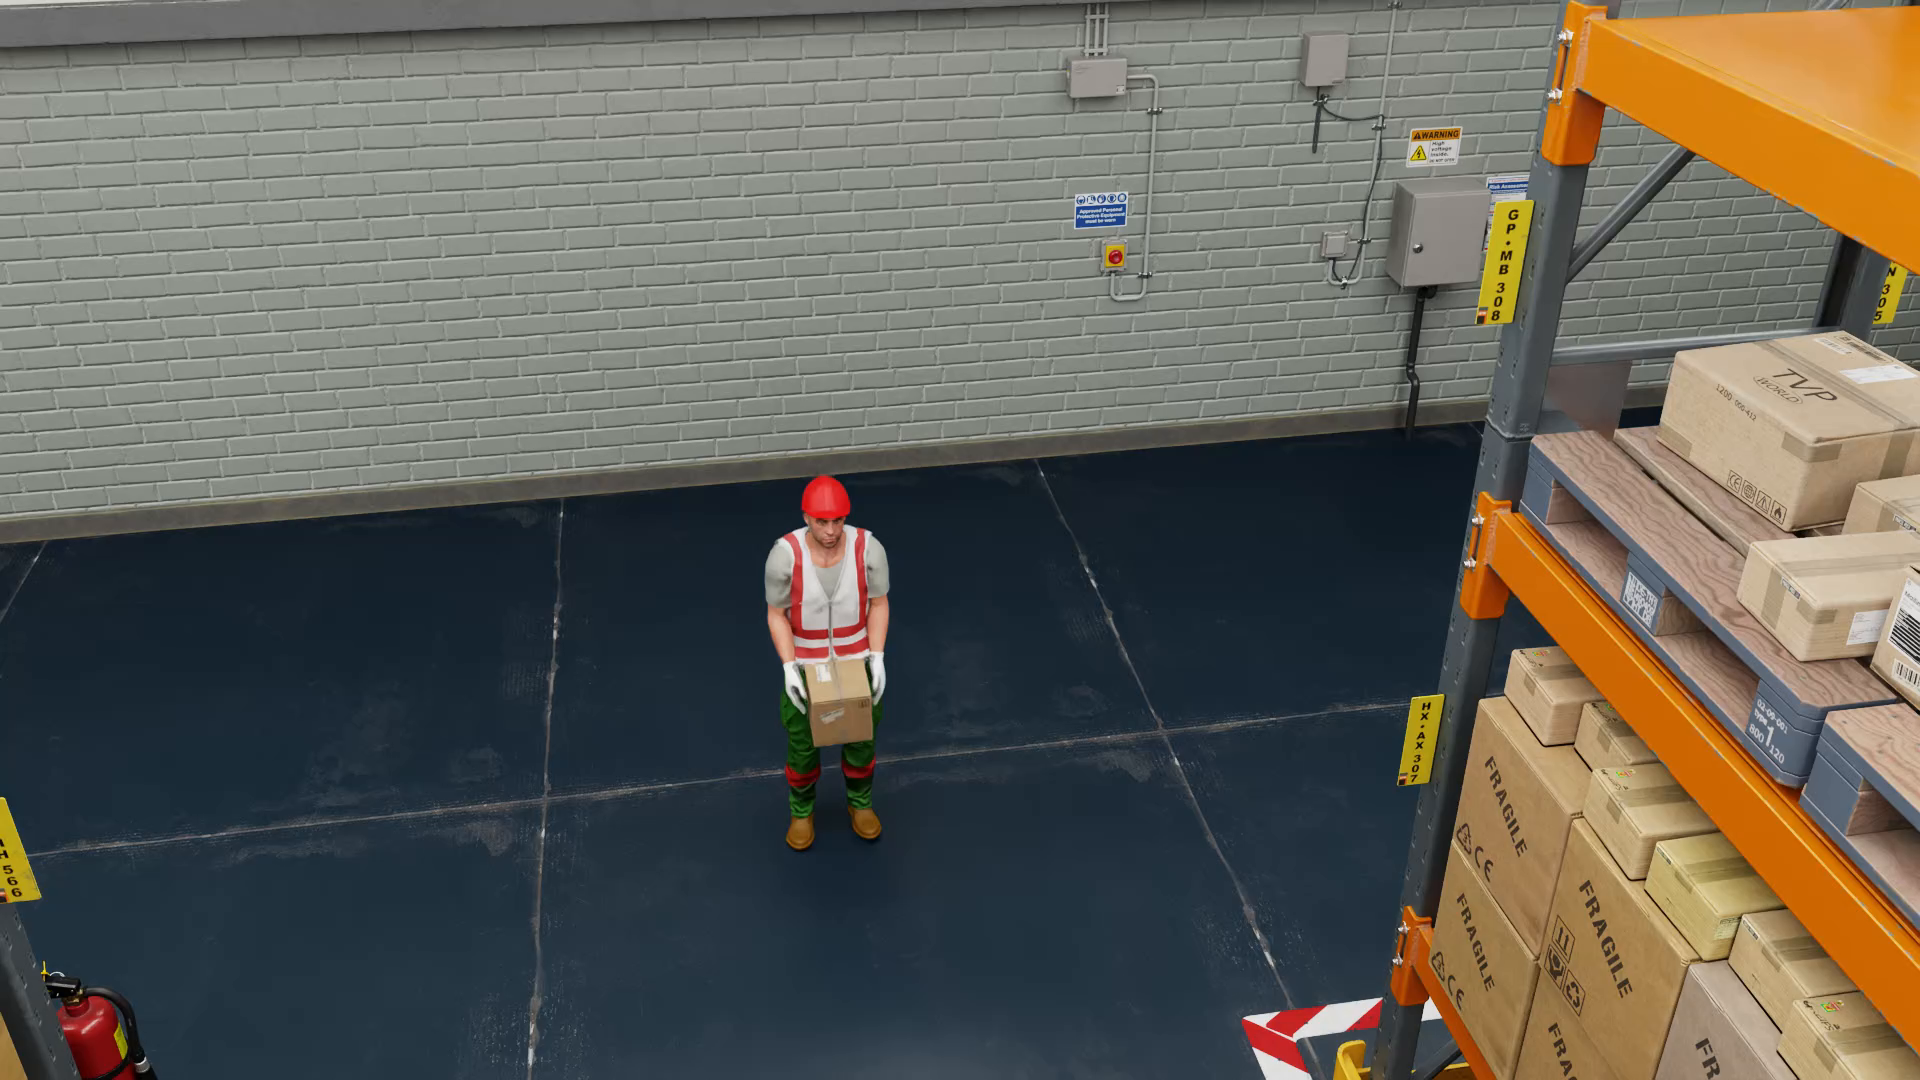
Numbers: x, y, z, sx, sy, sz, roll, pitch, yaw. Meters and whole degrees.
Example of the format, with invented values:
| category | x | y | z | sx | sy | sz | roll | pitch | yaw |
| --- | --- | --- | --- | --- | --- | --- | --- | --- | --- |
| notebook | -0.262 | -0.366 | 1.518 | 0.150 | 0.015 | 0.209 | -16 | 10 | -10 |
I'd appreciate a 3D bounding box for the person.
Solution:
| category | x | y | z | sx | sy | sz | roll | pitch | yaw |
| --- | --- | --- | --- | --- | --- | --- | --- | --- | --- |
| person | -0.550 | 0.543 | 7.186 | 0.533 | 1.793 | 0.474 | -6 | 31 | -10 |
